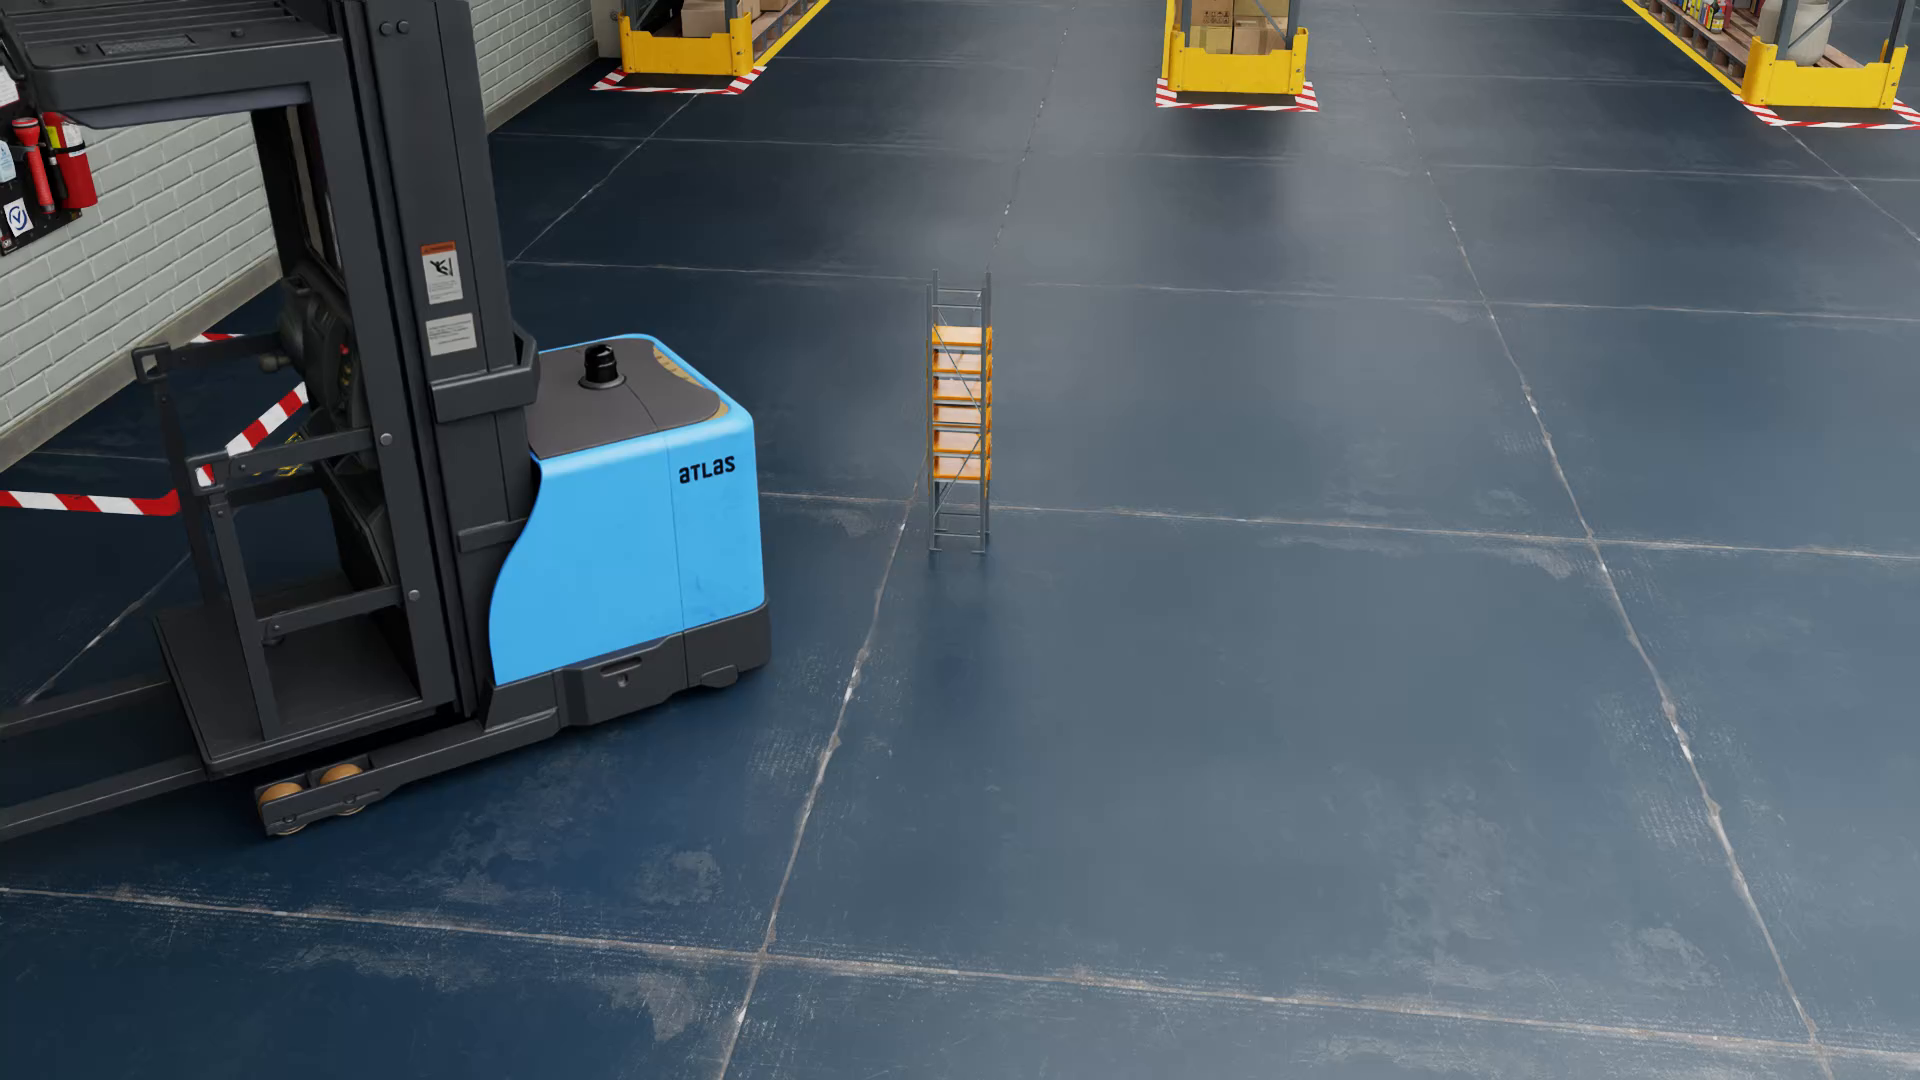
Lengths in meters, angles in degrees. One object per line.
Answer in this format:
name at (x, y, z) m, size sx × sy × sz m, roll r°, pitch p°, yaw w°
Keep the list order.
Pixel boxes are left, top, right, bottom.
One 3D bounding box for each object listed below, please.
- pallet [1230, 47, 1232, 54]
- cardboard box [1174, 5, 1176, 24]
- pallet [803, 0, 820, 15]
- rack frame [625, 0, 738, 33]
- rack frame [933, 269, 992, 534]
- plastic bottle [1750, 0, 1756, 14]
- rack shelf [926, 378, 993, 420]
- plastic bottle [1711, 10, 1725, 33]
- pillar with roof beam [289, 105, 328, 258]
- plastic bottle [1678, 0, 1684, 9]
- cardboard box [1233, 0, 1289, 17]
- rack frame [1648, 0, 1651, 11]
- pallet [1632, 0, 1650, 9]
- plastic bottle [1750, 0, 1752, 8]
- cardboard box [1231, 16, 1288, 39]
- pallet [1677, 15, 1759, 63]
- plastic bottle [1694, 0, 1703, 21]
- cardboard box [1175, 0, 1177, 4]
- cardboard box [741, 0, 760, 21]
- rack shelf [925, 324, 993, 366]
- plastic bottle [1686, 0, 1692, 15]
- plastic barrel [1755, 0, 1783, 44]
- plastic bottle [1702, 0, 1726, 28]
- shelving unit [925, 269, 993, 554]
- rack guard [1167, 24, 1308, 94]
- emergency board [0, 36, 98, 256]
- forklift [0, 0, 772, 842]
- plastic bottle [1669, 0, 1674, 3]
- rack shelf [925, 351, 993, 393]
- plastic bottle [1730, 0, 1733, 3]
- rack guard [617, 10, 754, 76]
pallet at (2.468, -4.444, 15.277) m, size 1.003 × 0.211 × 1.213 m, roll 3°, pitch 28°, yaw 6°
cardboard box at (2.238, -4.790, 15.434) m, size 0.500 × 0.250 × 0.500 m, roll 3°, pitch 28°, yaw 6°
pallet at (-2.058, -5.933, 18.040) m, size 1.003 × 0.211 × 1.213 m, roll 3°, pitch 28°, yaw 6°
rack frame at (-2.501, -5.596, 14.474) m, size 1.000 × 3.000 × 0.127 m, roll 3°, pitch 28°, yaw 6°
rack frame at (0.009, -0.564, 7.033) m, size 0.240 × 1.200 × 0.006 m, roll 3°, pitch 28°, yaw 6°
plastic bottle at (7.861, -5.332, 16.385) m, size 0.061 × 0.283 × 0.133 m, roll 3°, pitch 28°, yaw 6°
rack shelf at (-0.002, -0.588, 6.917) m, size 0.258 × 0.103 × 0.180 m, roll 3°, pitch 28°, yaw 6°
plastic bottle at (7.122, -4.872, 15.617) m, size 0.097 × 0.201 × 0.097 m, roll 0°, pitch 28°, yaw 0°
pillar with roof beam at (0.264, -5.542, 8.049) m, size 9.100 × 9.000 × 0.400 m, roll 3°, pitch 28°, yaw 6°
plastic bottle at (7.288, -5.486, 16.599) m, size 0.144 × 0.351 × 0.185 m, roll 2°, pitch 28°, yaw 4°
cardboard box at (2.762, -5.089, 15.199) m, size 0.500 × 0.500 × 0.500 m, roll 3°, pitch 28°, yaw 6°
rack frame at (7.822, -6.903, 16.900) m, size 1.000 × 3.000 × 0.127 m, roll 3°, pitch 28°, yaw 6°
pallet at (7.880, -6.047, 18.252) m, size 1.003 × 0.211 × 1.213 m, roll 3°, pitch 28°, yaw 6°
plastic bottle at (8.005, -5.520, 16.663) m, size 0.144 × 0.351 × 0.185 m, roll 2°, pitch 28°, yaw 4°
cardboard box at (2.760, -4.759, 15.377) m, size 0.500 × 0.250 × 0.500 m, roll 3°, pitch 28°, yaw 6°
pallet at (7.551, -4.786, 15.910) m, size 1.003 × 0.211 × 1.213 m, roll 3°, pitch 28°, yaw 6°
plastic bottle at (7.213, -5.198, 16.065) m, size 0.144 × 0.351 × 0.185 m, roll 5°, pitch 29°, yaw 8°
cardboard box at (2.295, -5.355, 15.694) m, size 0.500 × 0.500 × 0.500 m, roll 3°, pitch 28°, yaw 6°
cardboard box at (-2.257, -5.194, 16.100) m, size 0.500 × 0.311 × 0.500 m, roll 6°, pitch 29°, yaw 10°
rack shelf at (-0.002, -0.799, 6.803) m, size 0.258 × 0.103 × 0.180 m, roll 3°, pitch 28°, yaw 6°
plastic bottle at (7.230, -5.288, 16.389) m, size 0.097 × 0.201 × 0.097 m, roll 0°, pitch 28°, yaw 0°
plastic barrel at (7.398, -4.660, 14.917) m, size 0.421 × 0.512 × 0.421 m, roll 0°, pitch 28°, yaw 0°
plastic bottle at (7.180, -5.022, 15.816) m, size 0.152 × 0.276 × 0.135 m, roll 4°, pitch 29°, yaw 7°
shelving unit at (-0.002, -0.521, 6.953) m, size 0.258 × 1.200 × 0.189 m, roll 3°, pitch 28°, yaw 6°
rack guard at (2.413, -4.198, 14.515) m, size 1.175 × 0.500 × 0.348 m, roll 3°, pitch 28°, yaw 6°
emergency board at (-4.349, -1.990, 7.781) m, size 0.194 × 1.169 × 0.643 m, roll 3°, pitch 28°, yaw 6°
forklift at (-2.235, -0.610, 5.293) m, size 3.031 × 2.935 × 1.130 m, roll -16°, pitch 32°, yaw -28°
plastic bottle at (7.335, -5.619, 16.925) m, size 0.152 × 0.276 × 0.135 m, roll 4°, pitch 29°, yaw 8°
rack shelf at (-0.002, -0.694, 6.860) m, size 0.258 × 0.103 × 0.180 m, roll 3°, pitch 28°, yaw 6°
plastic bottle at (7.886, -5.619, 16.846) m, size 0.144 × 0.351 × 0.185 m, roll 3°, pitch 28°, yaw 6°
rack guard at (-2.491, -4.531, 15.133) m, size 1.175 × 0.500 × 0.348 m, roll 3°, pitch 28°, yaw 6°
